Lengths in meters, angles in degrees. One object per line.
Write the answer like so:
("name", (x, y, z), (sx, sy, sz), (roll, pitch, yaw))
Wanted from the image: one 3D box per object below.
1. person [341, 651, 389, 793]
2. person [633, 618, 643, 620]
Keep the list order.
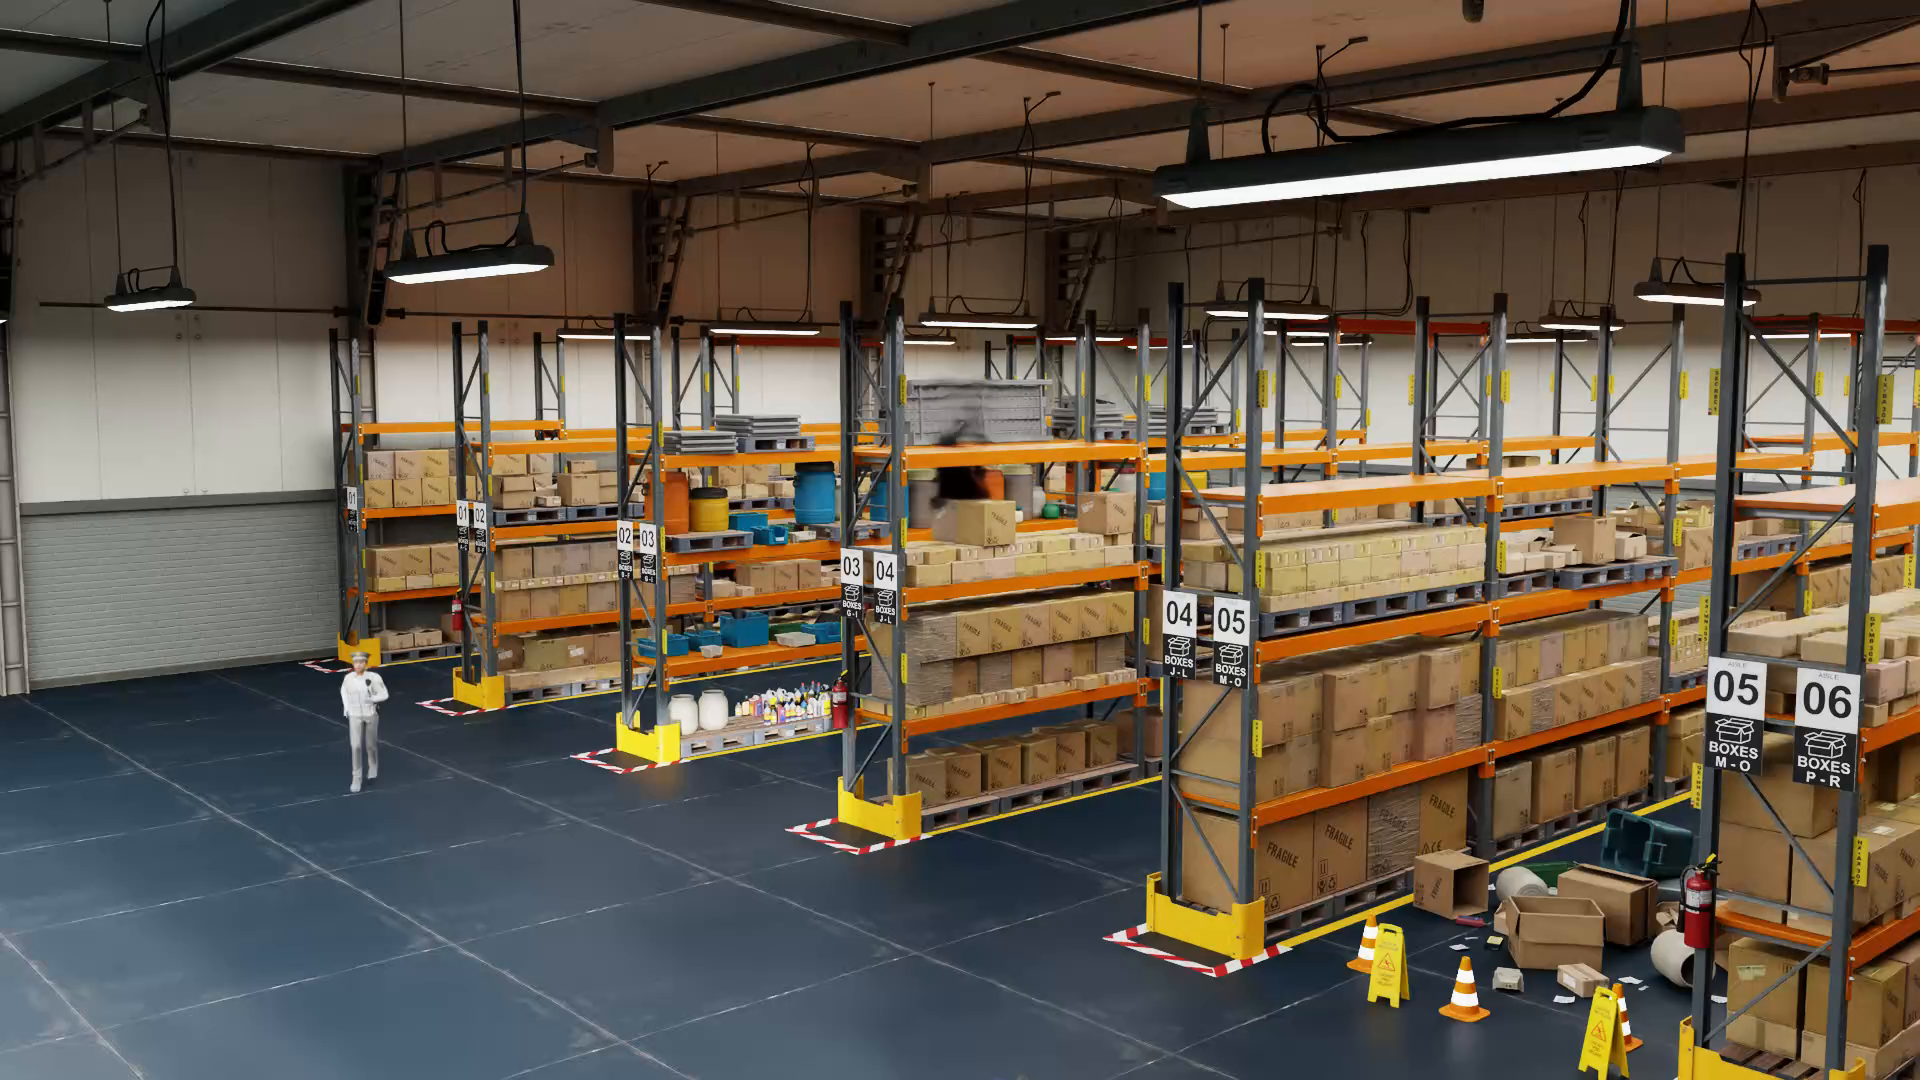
("person", (-7.472, 2.232, 20.869), (0.599, 1.714, 0.799), (-1, 6, -12))
("person", (-5.917, 1.336, 30.530), (0.587, 1.683, 0.866), (5, 8, 43))
